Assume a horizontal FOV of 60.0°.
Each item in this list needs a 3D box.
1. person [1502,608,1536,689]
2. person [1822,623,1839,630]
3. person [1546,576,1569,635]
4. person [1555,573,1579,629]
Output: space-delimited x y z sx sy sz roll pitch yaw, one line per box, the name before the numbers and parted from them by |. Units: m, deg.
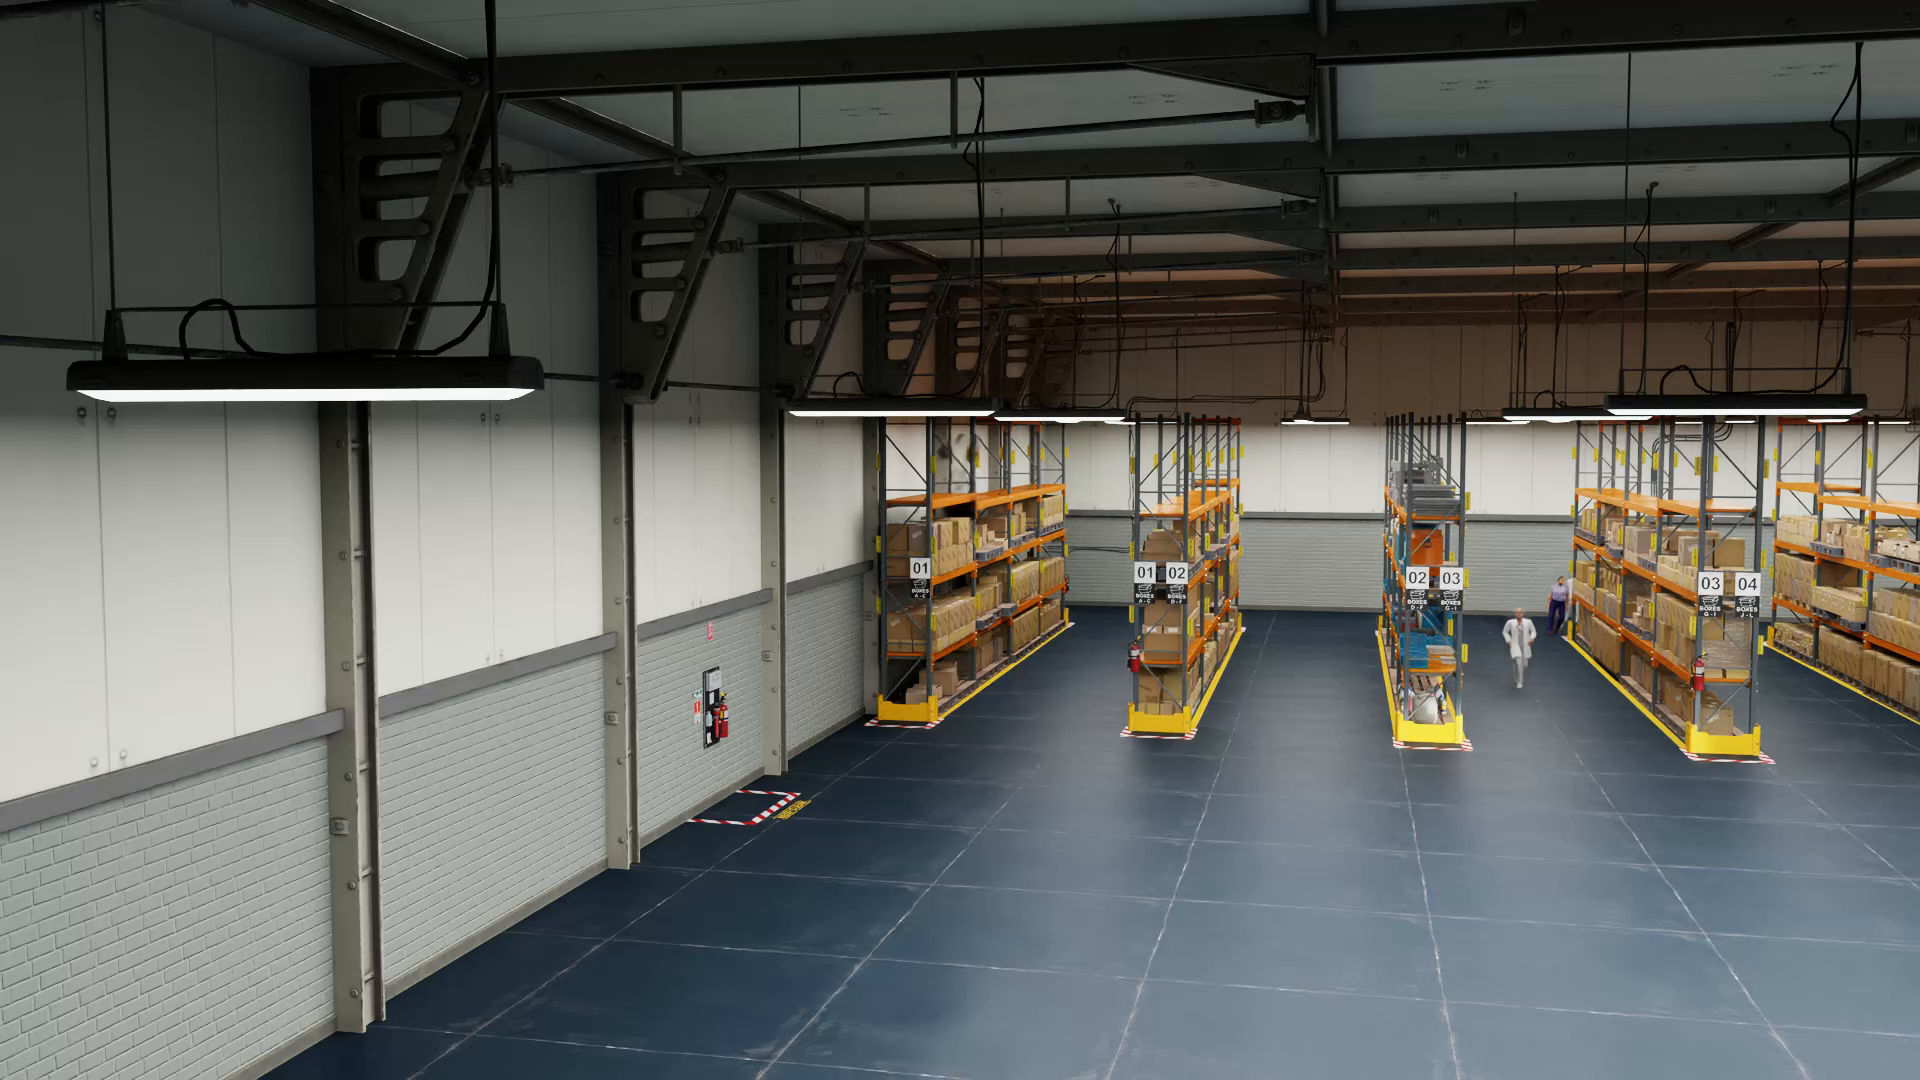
person | 12.360 2.373 36.746 0.706 1.762 0.752 1 4 9
person | 23.055 1.977 43.870 0.602 1.583 0.611 -2 4 -29
person | 16.514 1.800 45.934 0.592 1.633 0.564 1 4 21
person | 17.105 1.690 46.500 0.638 1.771 0.738 -1 4 -12
